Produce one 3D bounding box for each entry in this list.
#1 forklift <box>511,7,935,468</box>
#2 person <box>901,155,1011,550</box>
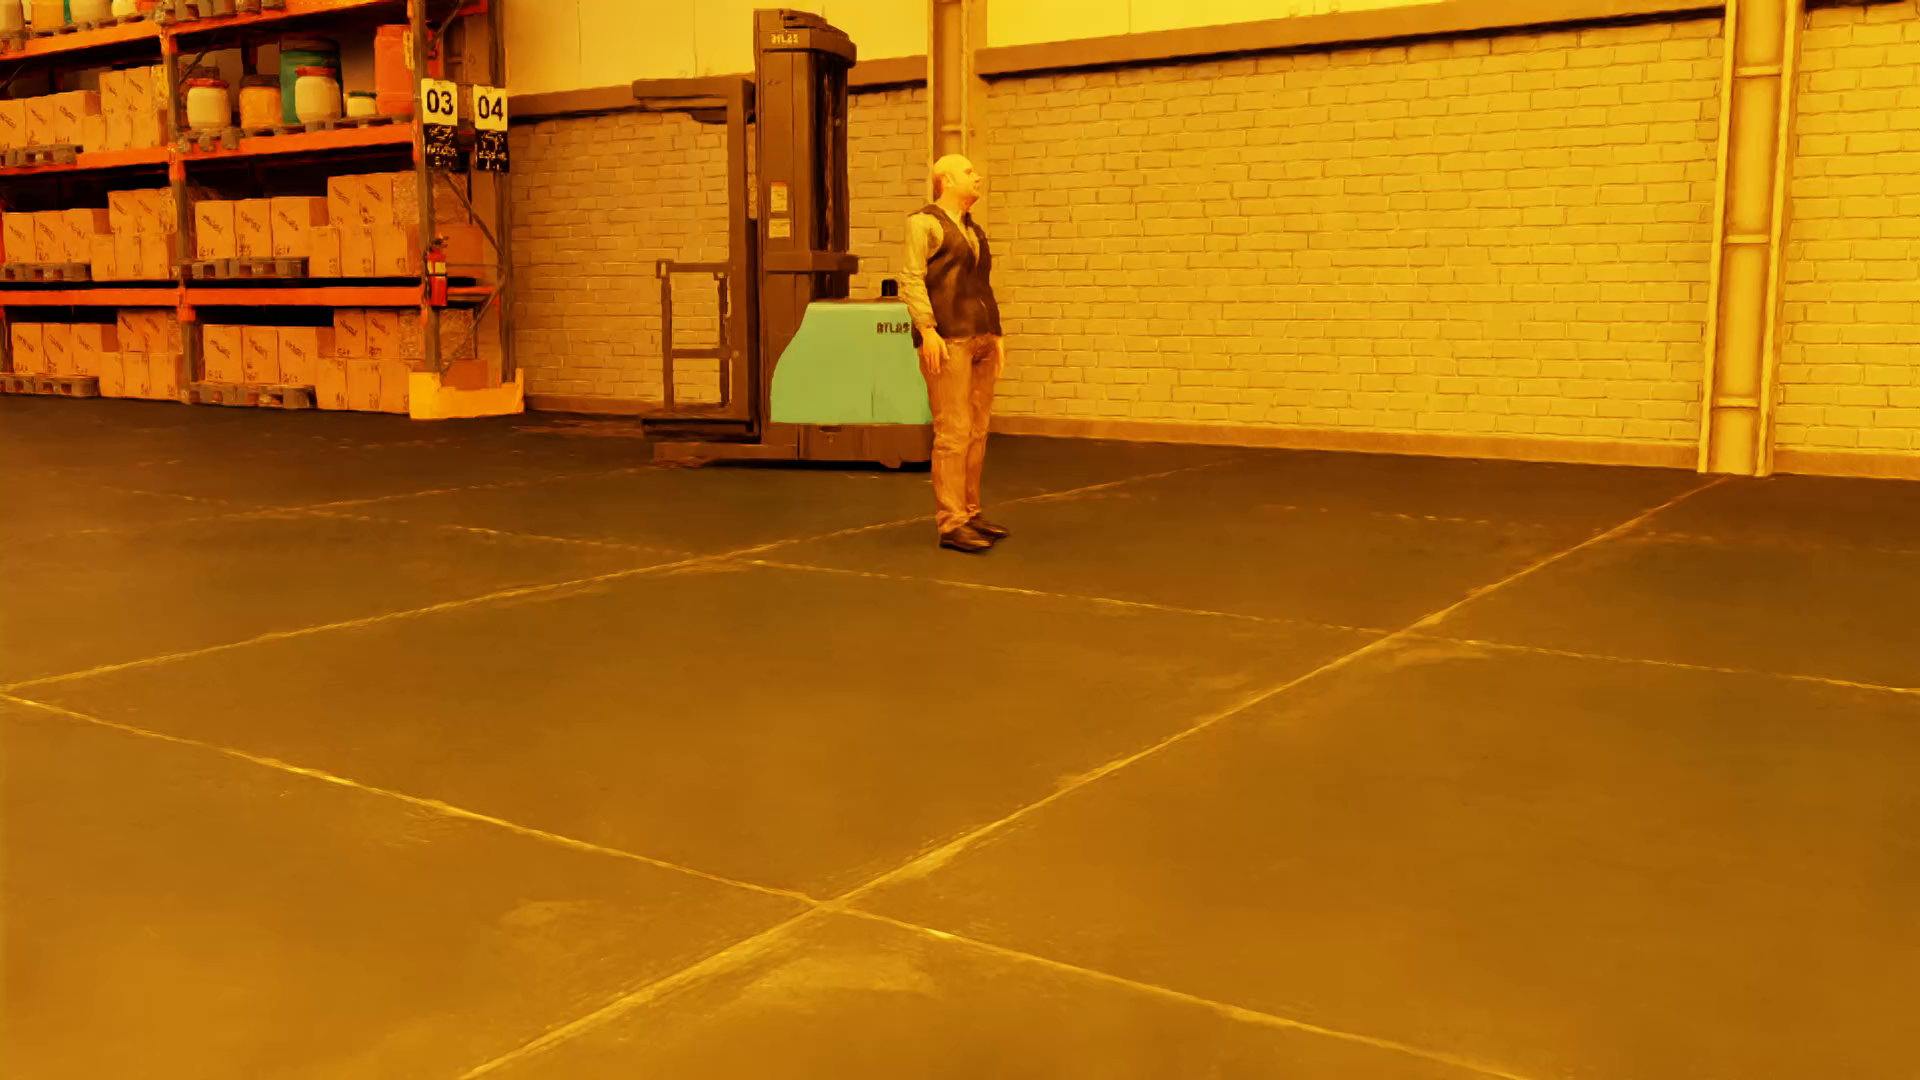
[{"bbox_3d":[-1.548,-1.999,11.250,3.031,2.935,1.130,2,8,14],"label":"forklift"},{"bbox_3d":[0.047,-0.854,7.440,0.567,1.720,0.632,5,10,34],"label":"person"}]
